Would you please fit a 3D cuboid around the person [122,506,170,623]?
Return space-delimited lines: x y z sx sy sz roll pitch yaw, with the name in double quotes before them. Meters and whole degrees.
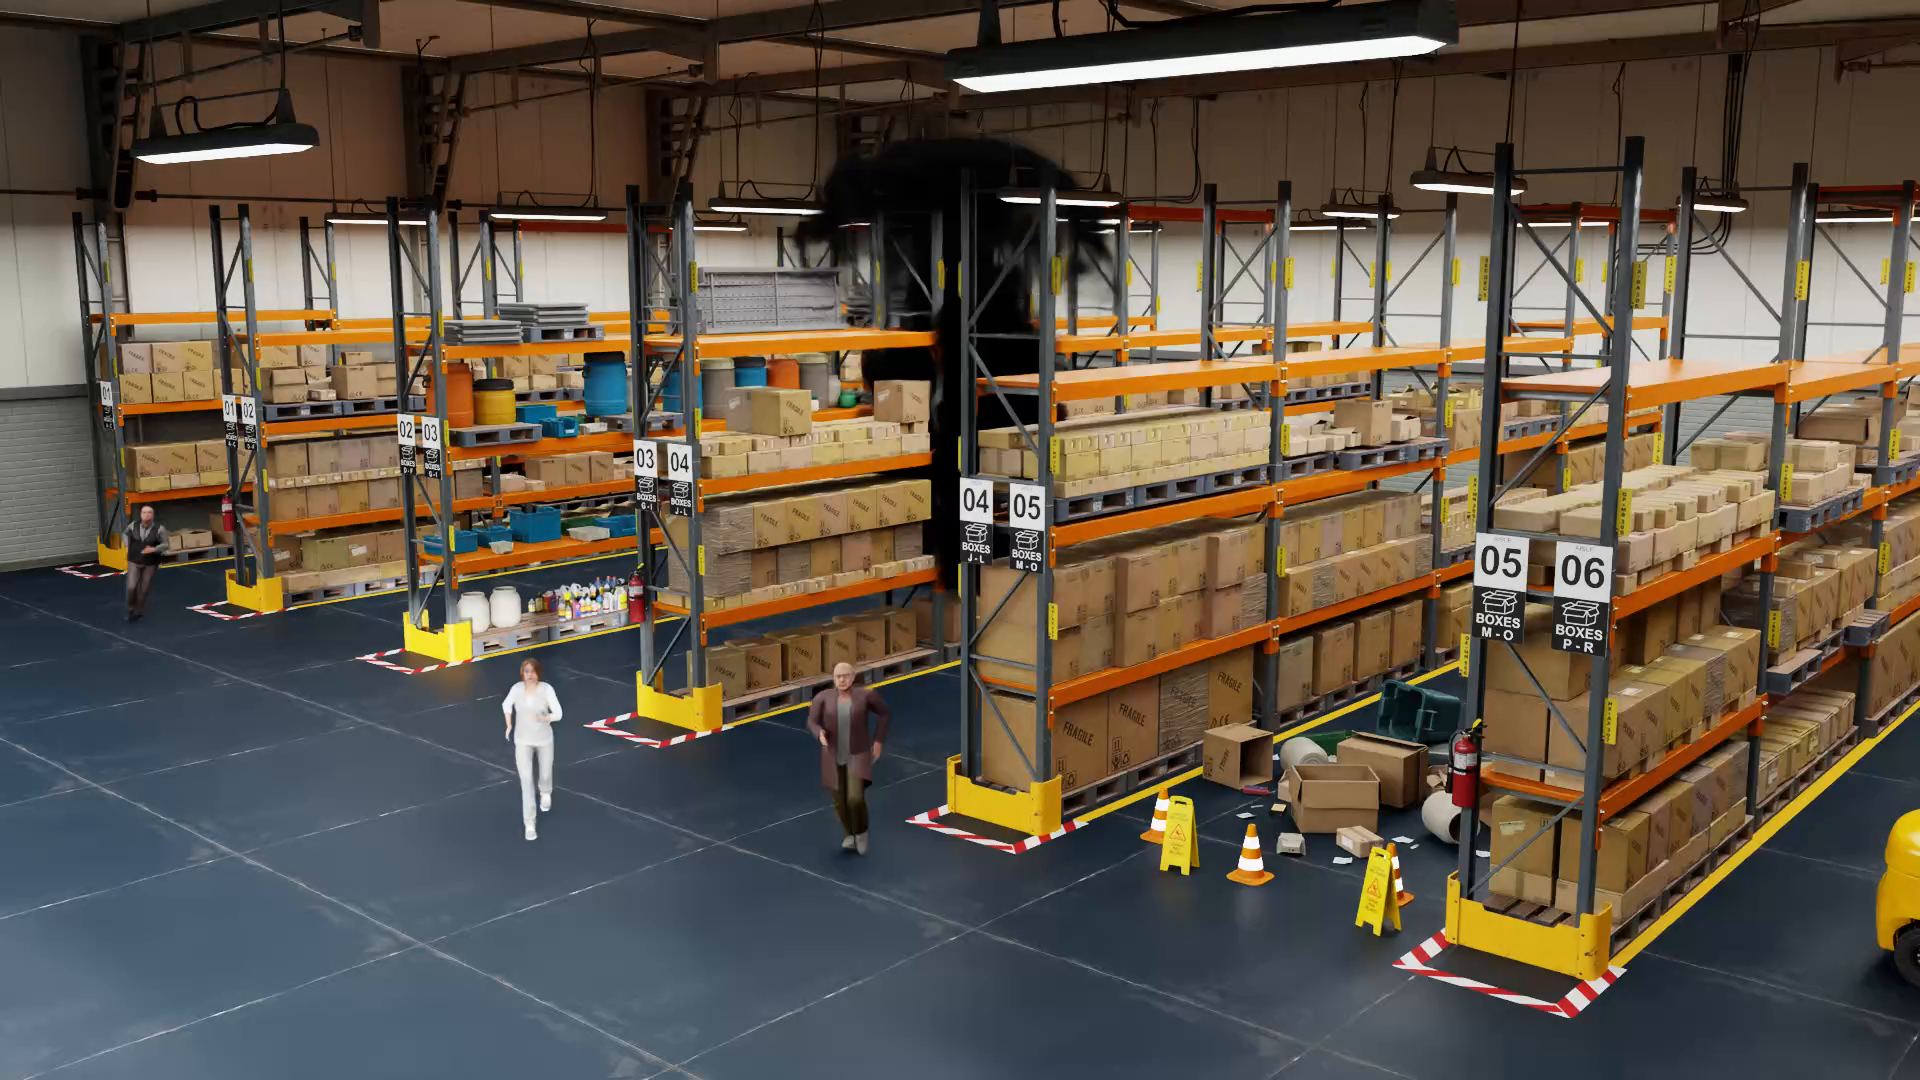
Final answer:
"person" -11.821 0.348 24.106 0.706 1.694 0.664 -4 10 -21

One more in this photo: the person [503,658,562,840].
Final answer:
"person" -3.904 1.861 15.222 0.537 1.569 0.882 -2 10 -12

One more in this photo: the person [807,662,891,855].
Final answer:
"person" -0.990 1.908 14.508 0.713 1.721 0.742 1 10 8
